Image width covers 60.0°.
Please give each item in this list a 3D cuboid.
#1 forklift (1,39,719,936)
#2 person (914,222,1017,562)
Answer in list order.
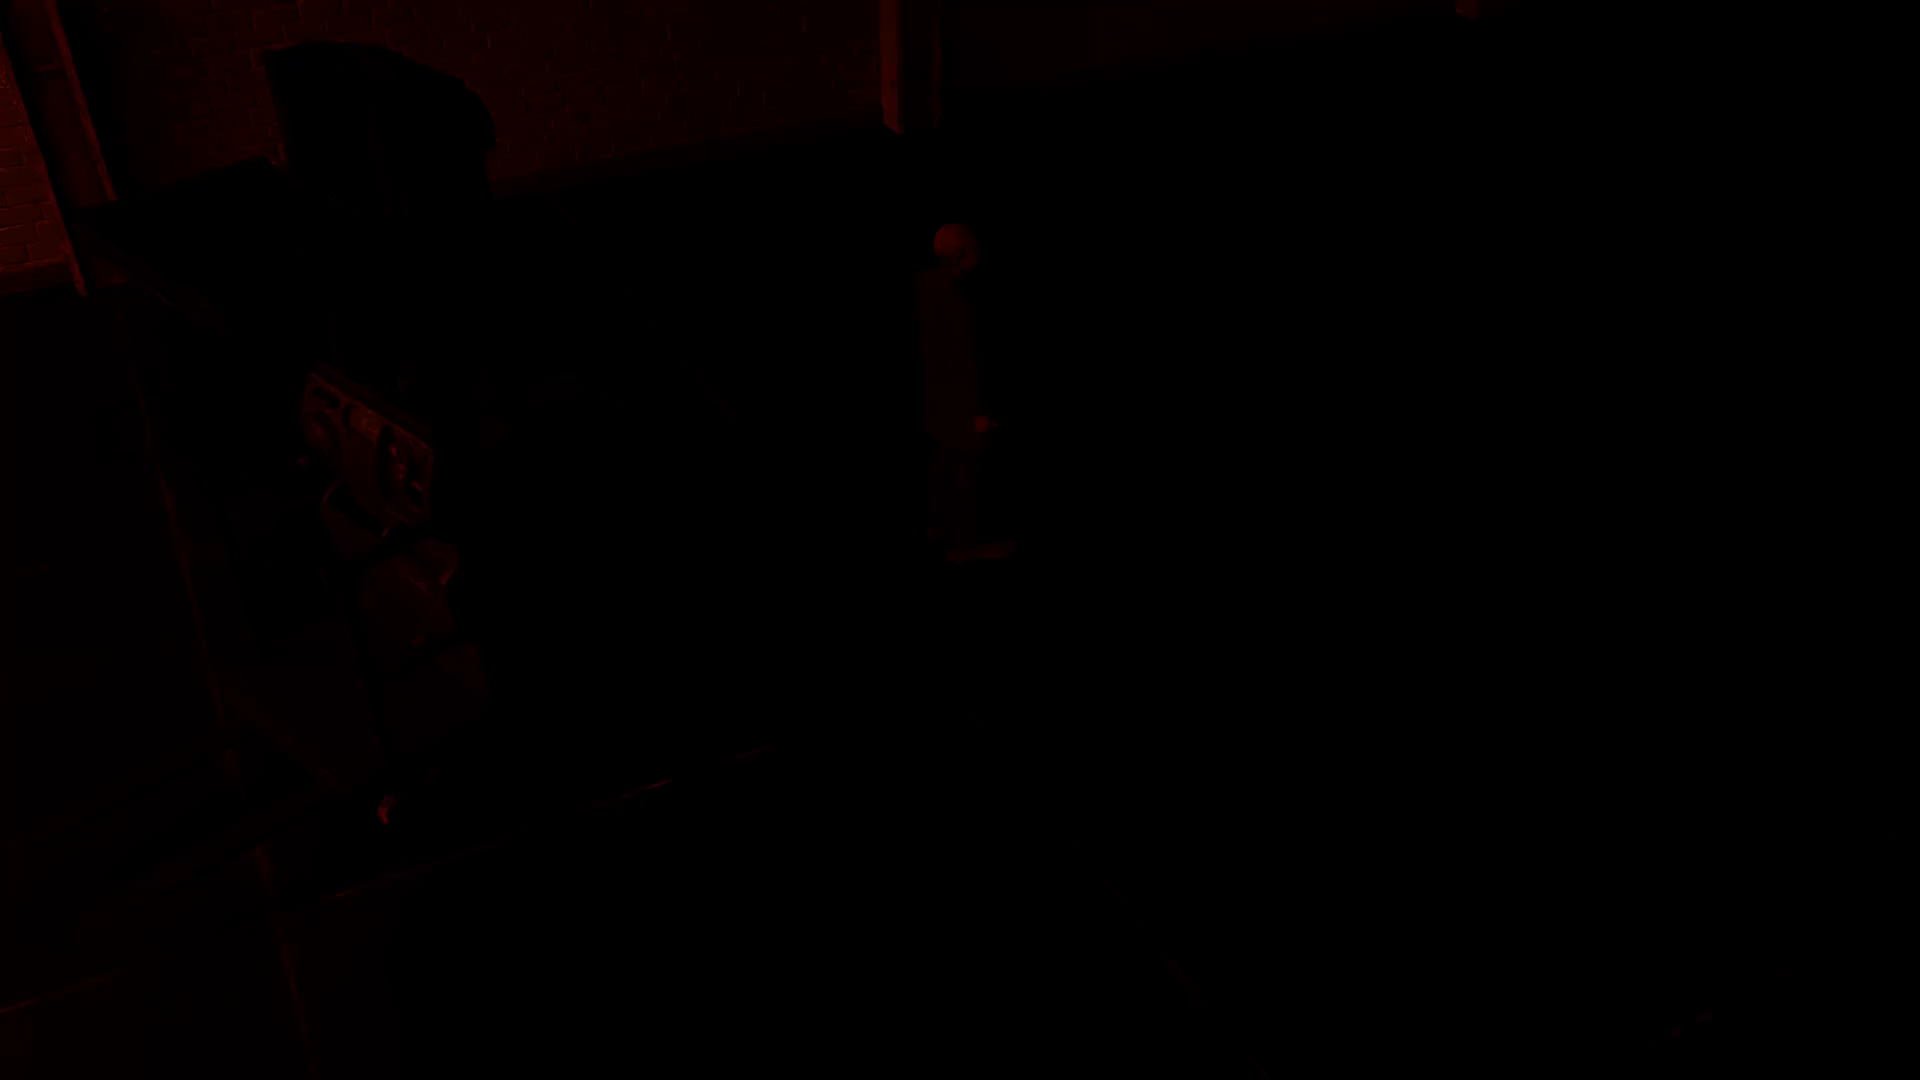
[{"bbox_3d":[-2.521,-0.318,6.573,1.130,2.935,3.031,27,44,33],"label":"forklift"},{"bbox_3d":[0.022,-0.736,8.159,0.377,1.783,0.558,-17,39,-23],"label":"person"}]
